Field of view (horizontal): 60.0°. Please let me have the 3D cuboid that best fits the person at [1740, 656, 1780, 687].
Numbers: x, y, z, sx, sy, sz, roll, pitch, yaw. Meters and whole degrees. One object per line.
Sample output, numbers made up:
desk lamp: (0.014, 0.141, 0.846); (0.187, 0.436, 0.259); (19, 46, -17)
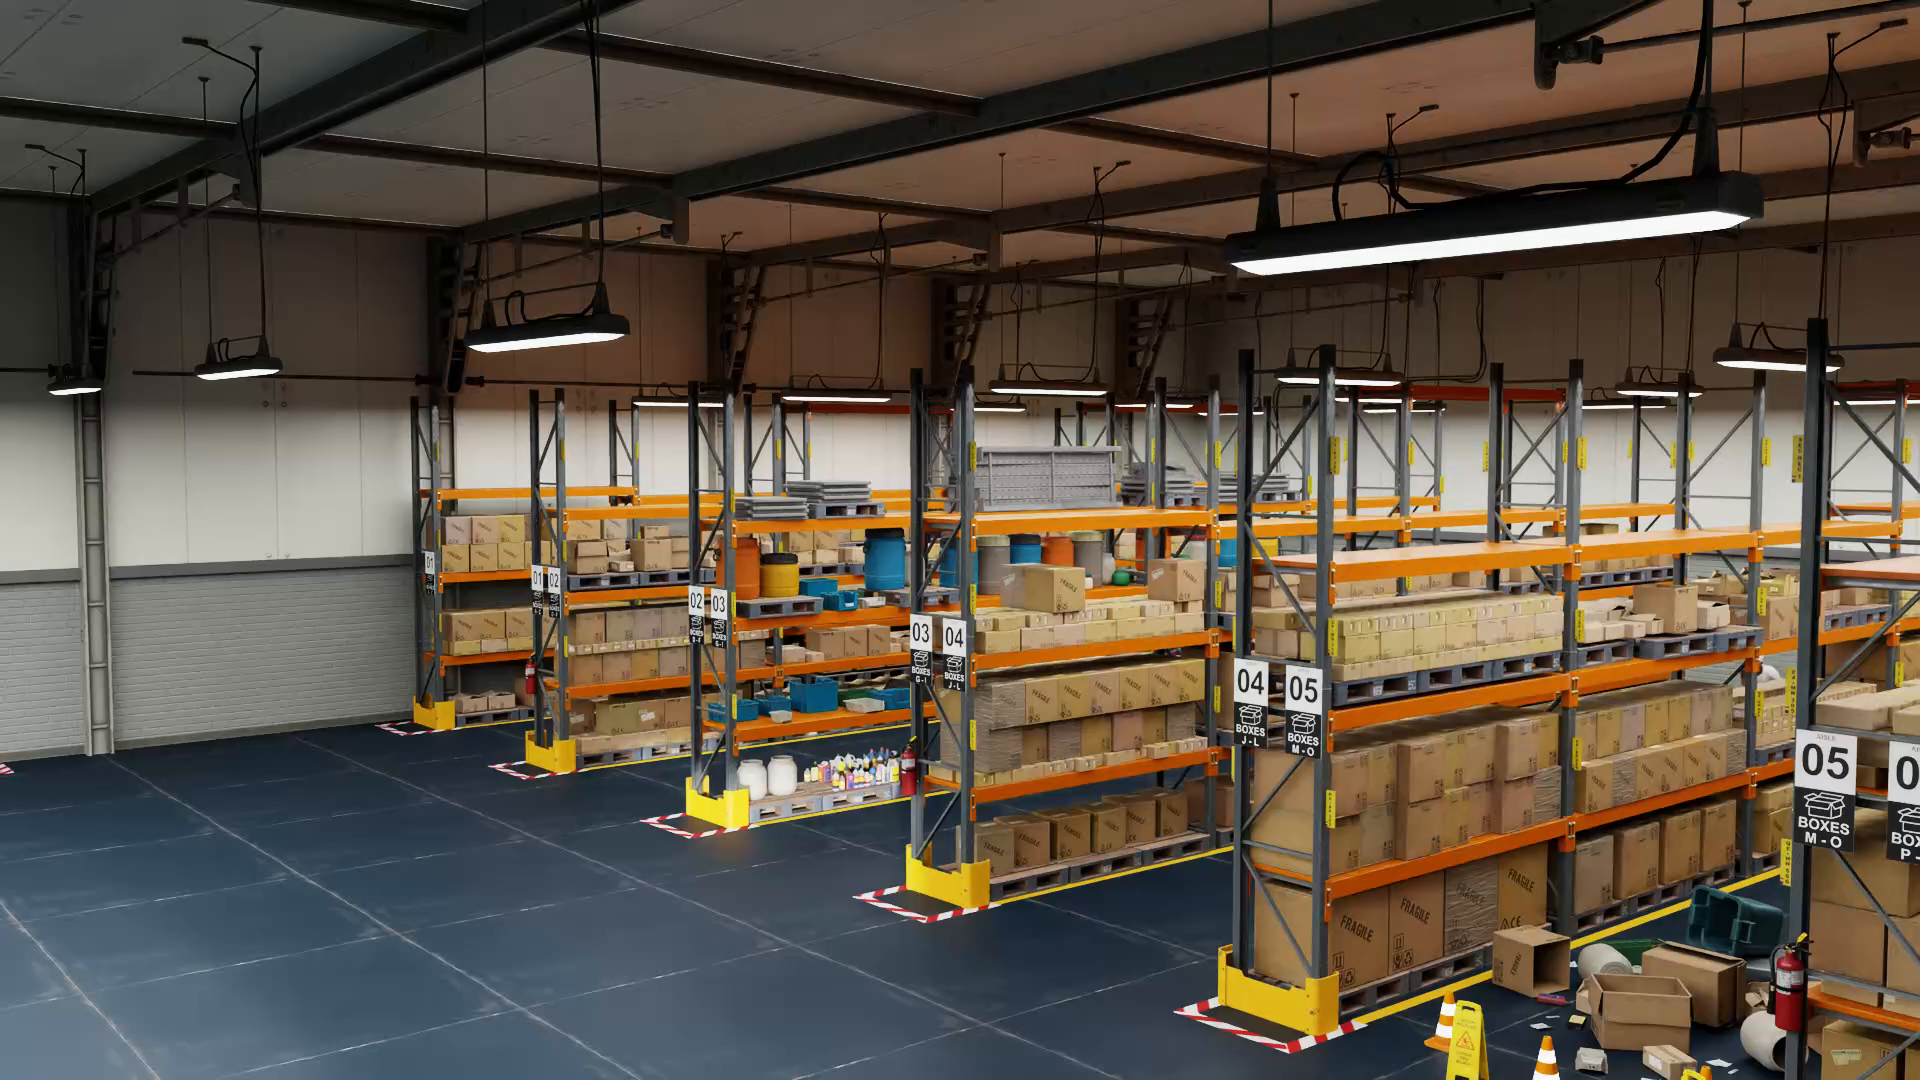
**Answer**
person: (13.496, 2.713, 27.992); (1.032, 1.712, 0.747); (-3, 5, -44)
